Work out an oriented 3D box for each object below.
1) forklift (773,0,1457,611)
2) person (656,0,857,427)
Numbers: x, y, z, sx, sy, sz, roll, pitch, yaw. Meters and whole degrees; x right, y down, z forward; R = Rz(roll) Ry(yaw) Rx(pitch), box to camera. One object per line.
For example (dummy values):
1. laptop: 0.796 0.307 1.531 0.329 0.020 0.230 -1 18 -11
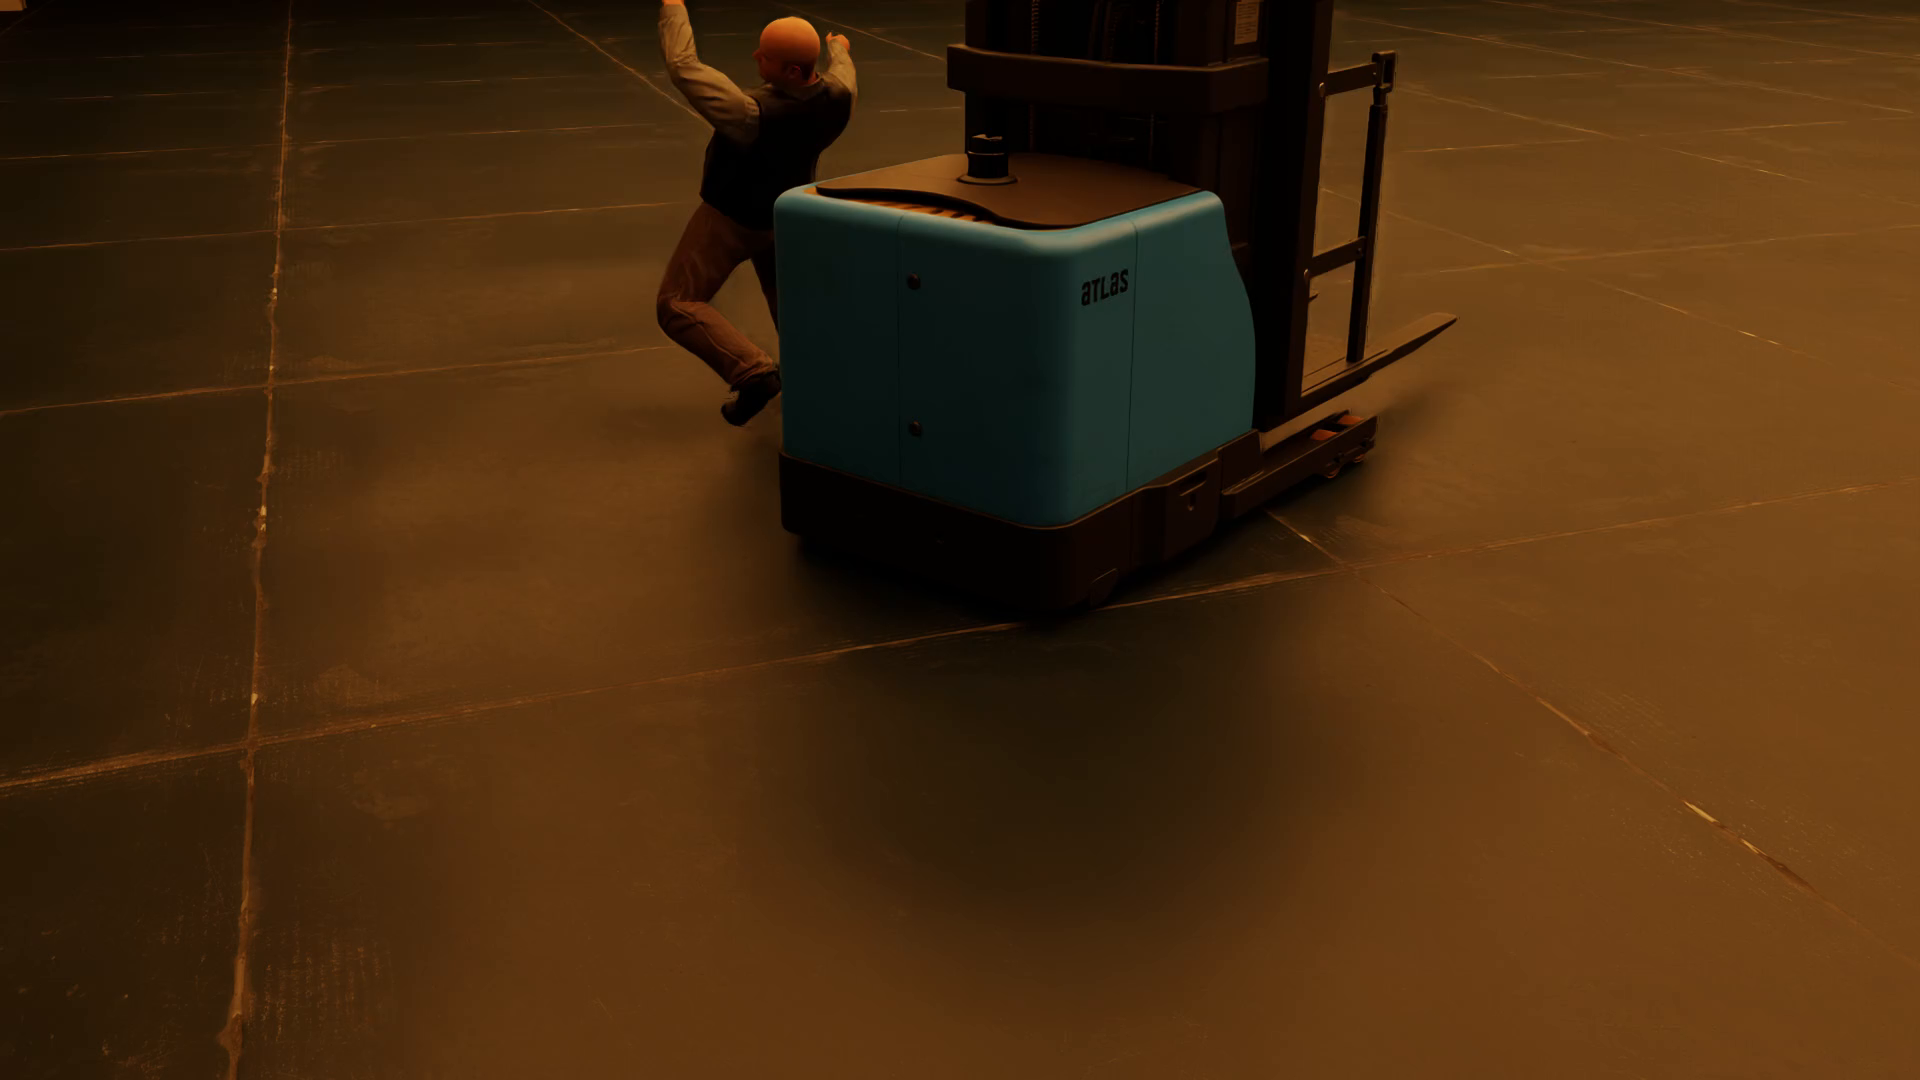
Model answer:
1. forklift: 0.775 -1.662 5.250 1.130 2.935 3.031 17 28 35
2. person: -0.592 -1.263 6.018 0.665 1.549 1.046 14 27 31
